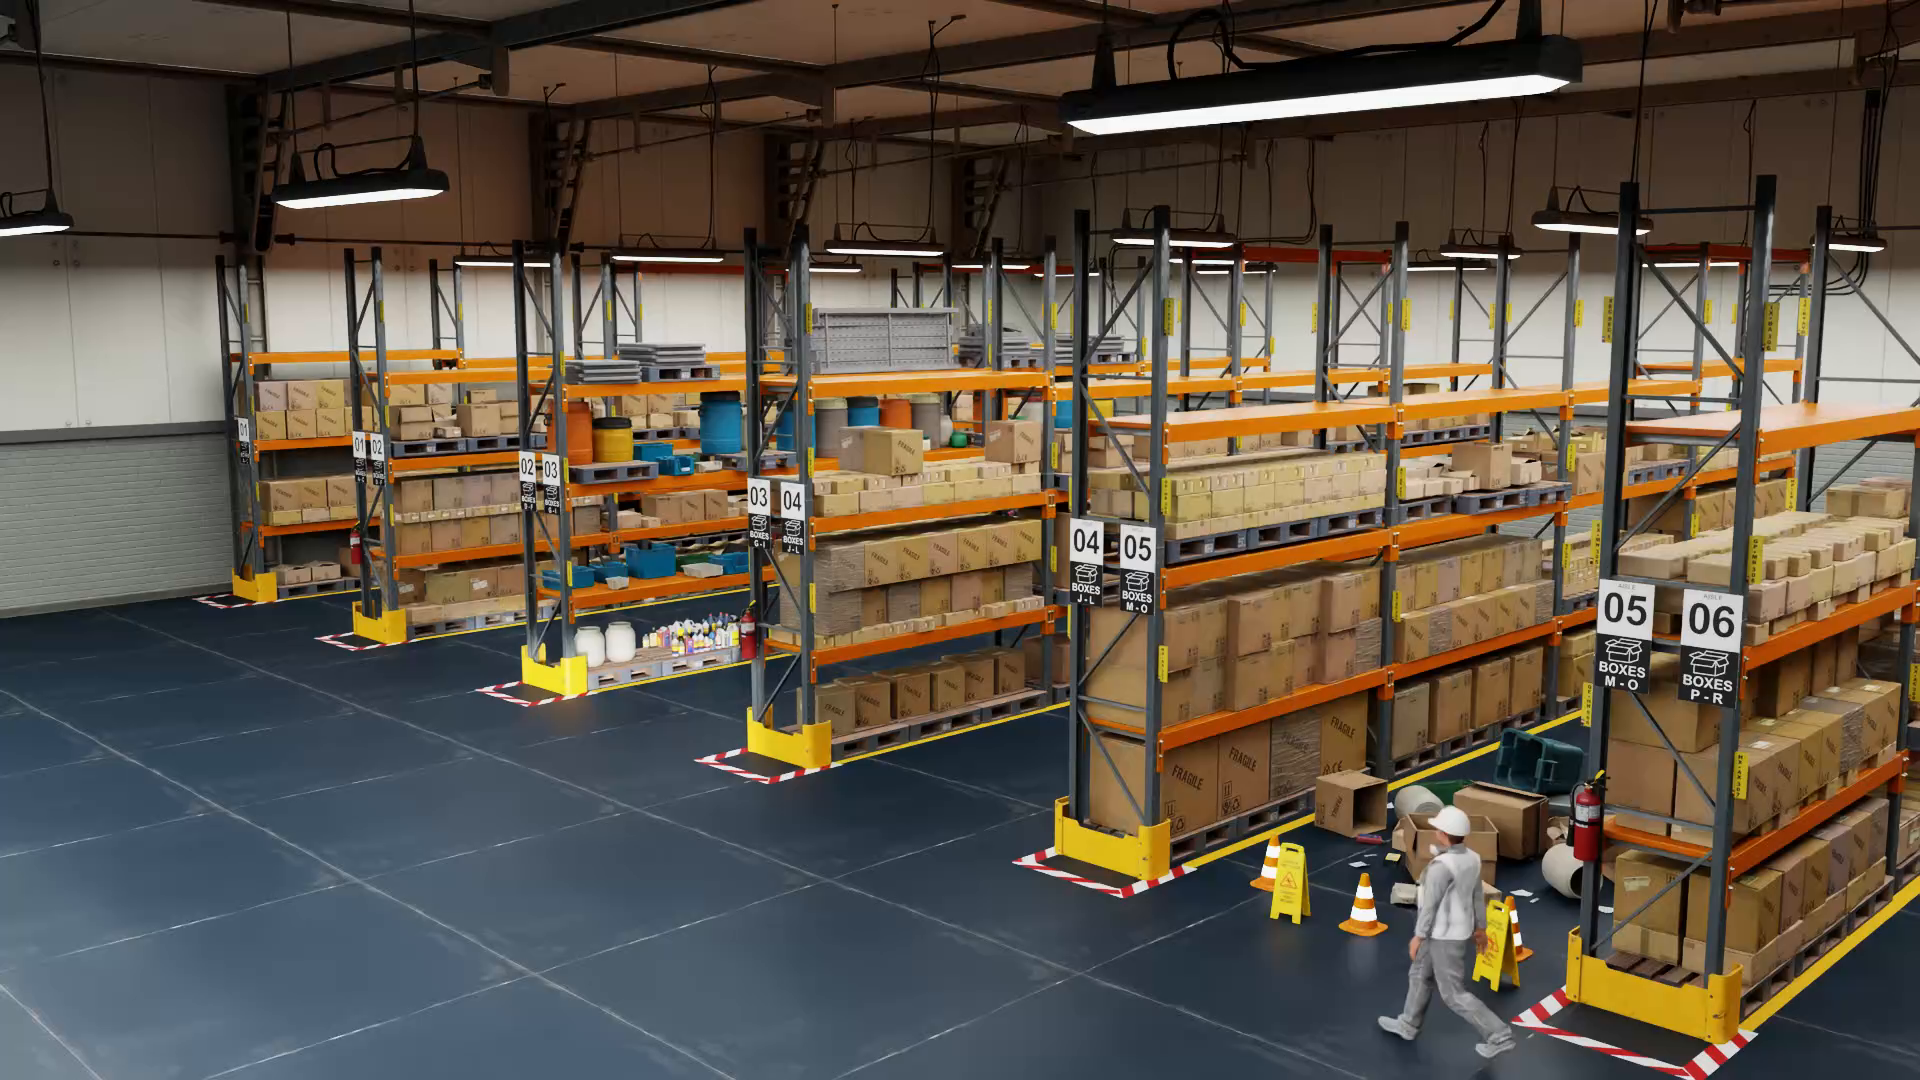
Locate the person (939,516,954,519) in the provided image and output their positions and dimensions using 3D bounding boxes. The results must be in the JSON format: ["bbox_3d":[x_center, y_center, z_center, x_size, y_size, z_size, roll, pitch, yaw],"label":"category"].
[{"bbox_3d":[-0.271,0.379,25.926,0.419,1.716,0.422,0,8,-2],"label":"person"}]

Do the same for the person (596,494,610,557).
[{"bbox_3d":[-6.783,-0.151,31.584,0.588,1.726,0.426,-2,8,-14],"label":"person"}]

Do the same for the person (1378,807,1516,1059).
[{"bbox_3d":[3.361,2.700,11.448,0.982,1.750,0.508,4,9,25],"label":"person"}]
